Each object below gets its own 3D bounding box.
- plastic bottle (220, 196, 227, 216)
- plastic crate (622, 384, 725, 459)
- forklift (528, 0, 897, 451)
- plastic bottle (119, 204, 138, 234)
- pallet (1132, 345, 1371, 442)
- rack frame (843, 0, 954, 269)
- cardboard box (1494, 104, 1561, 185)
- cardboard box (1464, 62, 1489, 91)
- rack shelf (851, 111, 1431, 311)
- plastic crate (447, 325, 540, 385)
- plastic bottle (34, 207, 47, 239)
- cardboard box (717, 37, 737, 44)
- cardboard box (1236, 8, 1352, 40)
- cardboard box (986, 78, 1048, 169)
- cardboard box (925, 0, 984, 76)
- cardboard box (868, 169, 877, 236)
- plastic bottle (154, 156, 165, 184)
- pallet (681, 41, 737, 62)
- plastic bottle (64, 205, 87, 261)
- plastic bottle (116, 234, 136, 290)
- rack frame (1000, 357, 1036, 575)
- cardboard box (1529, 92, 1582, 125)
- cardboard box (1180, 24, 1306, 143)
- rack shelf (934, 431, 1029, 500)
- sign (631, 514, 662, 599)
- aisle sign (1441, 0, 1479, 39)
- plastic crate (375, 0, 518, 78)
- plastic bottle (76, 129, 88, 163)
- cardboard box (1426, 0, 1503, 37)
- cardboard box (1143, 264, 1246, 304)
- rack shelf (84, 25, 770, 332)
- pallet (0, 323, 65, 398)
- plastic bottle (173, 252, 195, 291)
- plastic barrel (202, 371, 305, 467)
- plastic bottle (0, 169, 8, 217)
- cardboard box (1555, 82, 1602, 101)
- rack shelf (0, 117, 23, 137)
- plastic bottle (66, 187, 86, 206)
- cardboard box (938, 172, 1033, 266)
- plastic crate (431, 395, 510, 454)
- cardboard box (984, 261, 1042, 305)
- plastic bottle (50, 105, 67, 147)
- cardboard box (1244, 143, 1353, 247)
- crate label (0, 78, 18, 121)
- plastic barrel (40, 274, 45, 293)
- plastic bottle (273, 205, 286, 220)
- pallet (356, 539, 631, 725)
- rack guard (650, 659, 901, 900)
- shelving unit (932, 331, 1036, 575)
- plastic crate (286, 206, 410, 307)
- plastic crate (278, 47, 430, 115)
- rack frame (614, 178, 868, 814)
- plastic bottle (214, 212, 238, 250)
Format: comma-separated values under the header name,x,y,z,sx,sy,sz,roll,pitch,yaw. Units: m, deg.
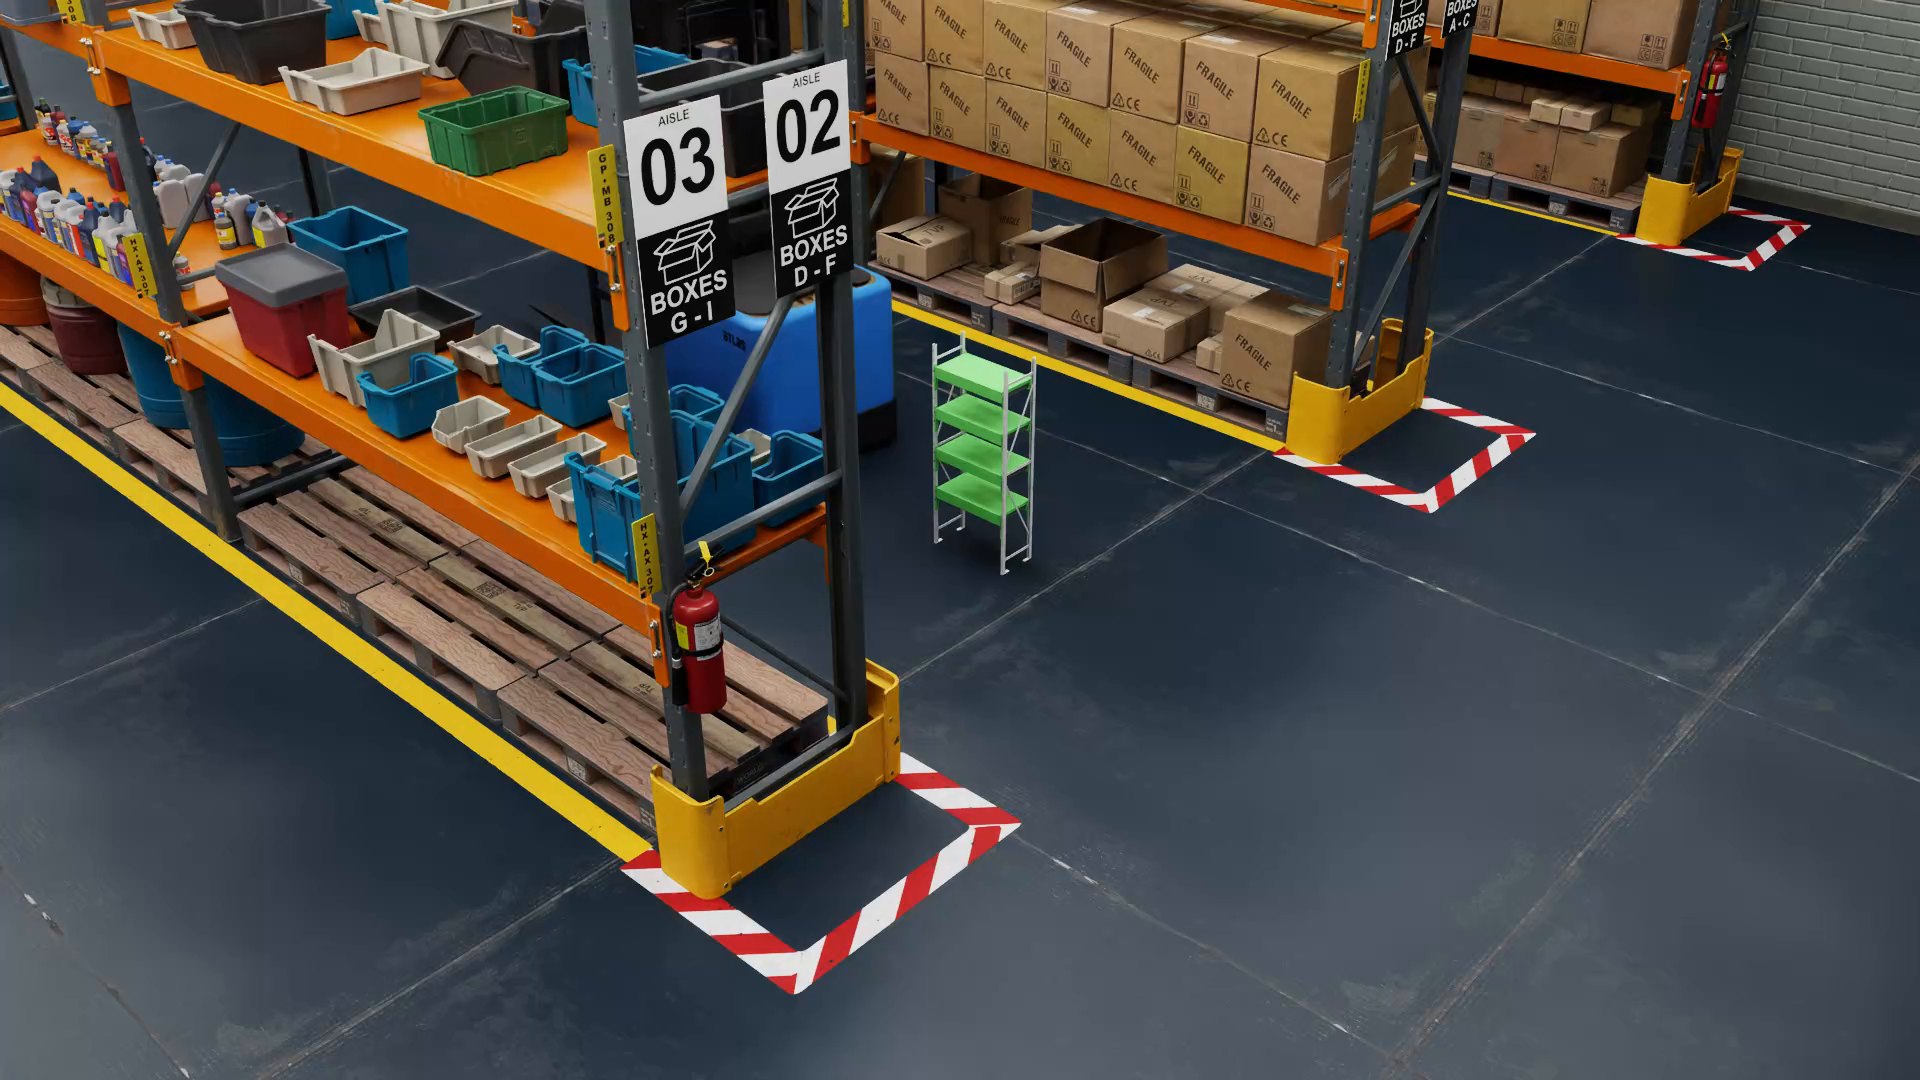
name,x,y,z,sx,sy,sz,roll,pitch,yaw
plastic bottle,-4.251,-1.900,9.691,0.097,0.201,0.097,0,31,0
plastic crate,-1.237,-0.477,7.239,0.300,0.233,0.416,25,39,35
forklift,-1.744,-2.255,10.155,1.130,2.935,3.031,-25,39,-35
plastic bottle,-4.557,-1.696,9.206,0.185,0.351,0.144,25,39,35
pallet,1.892,-1.084,10.847,1.213,0.211,1.003,25,39,35
rack frame,-0.426,-3.361,11.925,0.127,3.000,1.000,25,39,35
cardboard box,4.904,-3.359,13.938,0.500,0.500,0.700,25,39,35
cardboard box,4.373,-4.023,14.411,0.250,0.149,0.380,24,39,34
rack shelf,1.057,-2.361,10.961,4.000,0.370,1.077,25,39,35
plastic crate,-2.260,-0.894,8.024,0.466,0.136,0.293,25,39,35
plastic bottle,-5.283,-1.854,9.614,0.097,0.201,0.097,0,31,0
cardboard box,-1.777,-4.172,12.768,0.500,0.500,0.700,15,34,23
cardboard box,1.995,-2.881,10.060,0.500,0.500,0.500,25,39,36
cardboard box,0.520,-2.774,10.852,0.500,0.500,0.500,25,39,35
cardboard box,0.117,-3.384,10.896,0.500,0.500,0.500,24,38,34
cardboard box,-0.984,-2.540,12.558,0.500,0.500,0.500,25,39,35
plastic bottle,-4.838,-2.204,10.128,0.097,0.271,0.097,0,31,0
pallet,-1.947,-3.992,13.159,1.213,0.211,1.003,25,39,35
plastic bottle,-4.906,-1.729,9.334,0.135,0.276,0.152,25,39,35
plastic bottle,-4.464,-1.494,8.937,0.133,0.283,0.061,25,39,35
rack frame,0.304,-0.372,8.705,0.015,1.200,0.240,25,39,35
cardboard box,4.868,-3.527,13.587,0.250,0.149,0.380,26,40,36
cardboard box,1.650,-2.672,9.713,0.500,0.500,0.500,26,40,36
rack shelf,0.123,-0.402,8.878,0.480,0.148,0.258,25,39,35
sign,-1.144,0.062,6.081,0.005,0.325,0.100,25,39,35
aisle sign,2.787,-3.180,9.103,0.004,0.787,0.394,25,39,35
plastic crate,-2.223,-2.204,7.209,0.530,0.282,0.437,25,39,35
plastic bottle,-5.671,-2.563,10.792,0.097,0.201,0.097,0,31,0
cardboard box,4.370,-4.689,13.839,0.700,0.700,0.980,23,38,33
cardboard box,1.586,-1.630,11.289,0.500,0.250,0.500,25,39,35
rack shelf,-2.270,-1.753,7.043,4.000,0.370,1.077,25,39,35
pallet,-6.106,-1.401,11.373,1.213,0.211,1.003,25,39,35
plastic bottle,-4.192,-1.450,8.944,0.097,0.201,0.097,0,31,0
plastic barrel,-4.144,-0.944,9.538,0.708,0.901,0.600,25,39,35
plastic bottle,-5.690,-2.074,9.912,0.097,0.271,0.097,0,31,0
cardboard box,5.126,-3.672,13.828,0.250,0.149,0.380,25,39,35
rack shelf,-8.201,-3.237,12.416,4.000,0.370,1.077,25,39,35
plastic bottle,-5.108,-1.908,9.636,0.097,0.271,0.097,0,31,0
cardboard box,0.187,-2.390,12.309,0.500,0.500,0.500,25,39,35
plastic crate,-2.173,-0.498,7.367,0.250,0.136,0.298,25,39,35
cardboard box,0.388,-1.813,11.673,0.250,0.166,0.380,25,39,35
plastic bottle,-5.961,-2.746,11.017,0.133,0.283,0.061,25,39,35
cardboard box,2.025,-2.071,9.685,0.500,0.500,0.500,26,40,36
crate label,-6.779,-3.070,11.604,0.416,0.233,0.303,25,39,35
plastic barrel,-5.865,-1.643,11.076,0.421,0.512,0.421,0,31,0
plastic bottle,-3.837,-1.755,9.370,0.133,0.283,0.061,25,39,35
pallet,-2.273,0.388,8.401,1.213,0.211,1.003,25,39,35
rack guard,-0.760,0.990,7.121,0.348,0.500,1.175,25,39,35
shelving unit,0.123,-0.457,8.845,0.503,1.200,0.258,25,39,35
plastic crate,-3.178,-1.456,8.718,0.575,0.384,0.392,25,39,35
plastic crate,-2.485,-1.877,6.806,0.530,0.136,0.437,25,39,35
rack frame,-0.787,-0.084,6.482,0.127,3.000,1.000,25,39,35
plastic bottle,-4.181,-1.762,9.461,0.097,0.201,0.097,0,31,0
